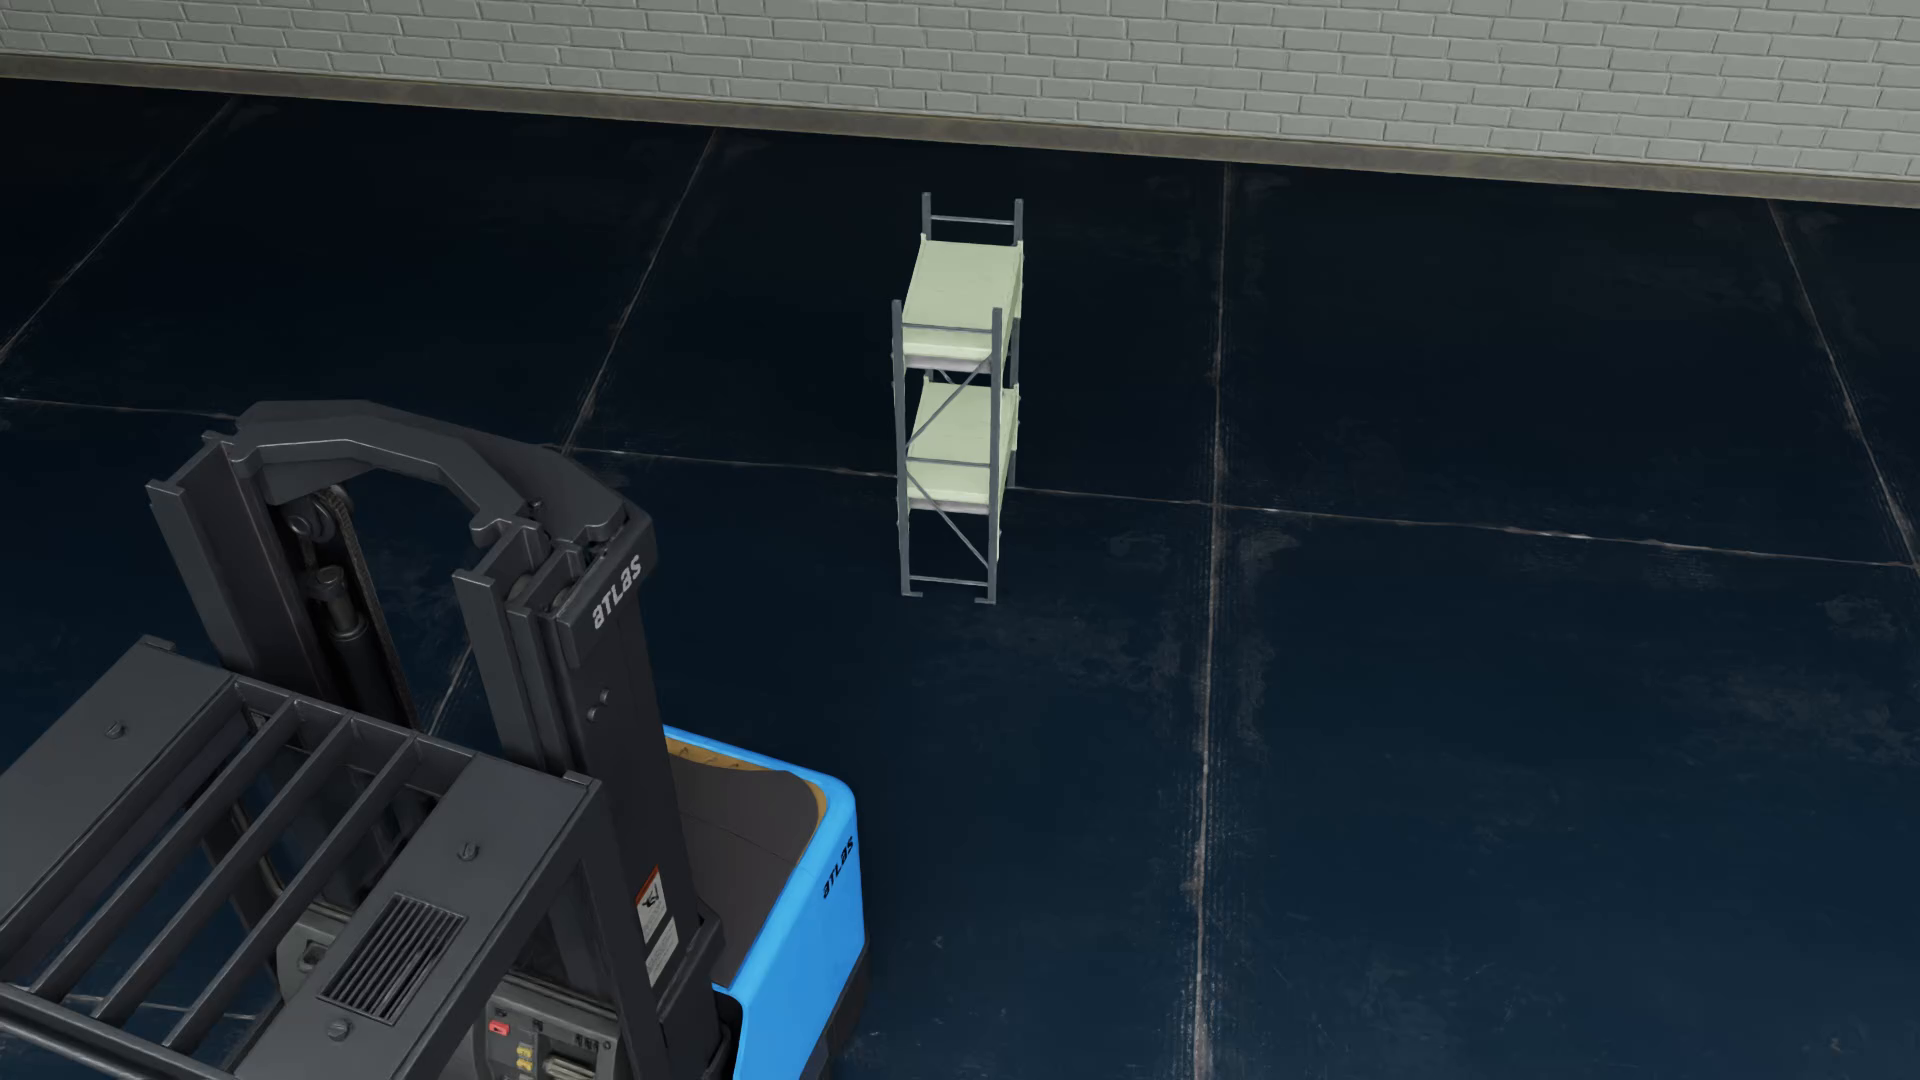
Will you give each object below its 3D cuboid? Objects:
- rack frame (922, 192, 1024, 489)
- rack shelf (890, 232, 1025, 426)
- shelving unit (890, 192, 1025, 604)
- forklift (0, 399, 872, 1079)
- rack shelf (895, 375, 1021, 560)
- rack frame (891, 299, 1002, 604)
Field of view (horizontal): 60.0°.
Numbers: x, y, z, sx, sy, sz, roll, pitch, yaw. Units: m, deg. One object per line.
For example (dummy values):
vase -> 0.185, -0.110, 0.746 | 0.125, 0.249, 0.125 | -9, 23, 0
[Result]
rack frame -> 0.049, -0.799, 7.025 | 0.400, 1.500, 0.023 | 5, 44, 6
rack shelf -> 0.001, -0.833, 6.493 | 0.431, 0.370, 0.720 | 5, 44, 6
shelving unit -> 0.001, -0.549, 6.761 | 0.431, 1.500, 0.755 | 5, 44, 6
forklift -> -1.295, 1.268, 3.802 | 1.130, 2.935, 3.031 | 15, 45, 15
rack shelf -> 0.001, -0.312, 6.985 | 0.431, 0.370, 0.720 | 5, 44, 6
rack frame -> -0.048, -0.300, 6.498 | 0.400, 1.500, 0.023 | 5, 44, 6
